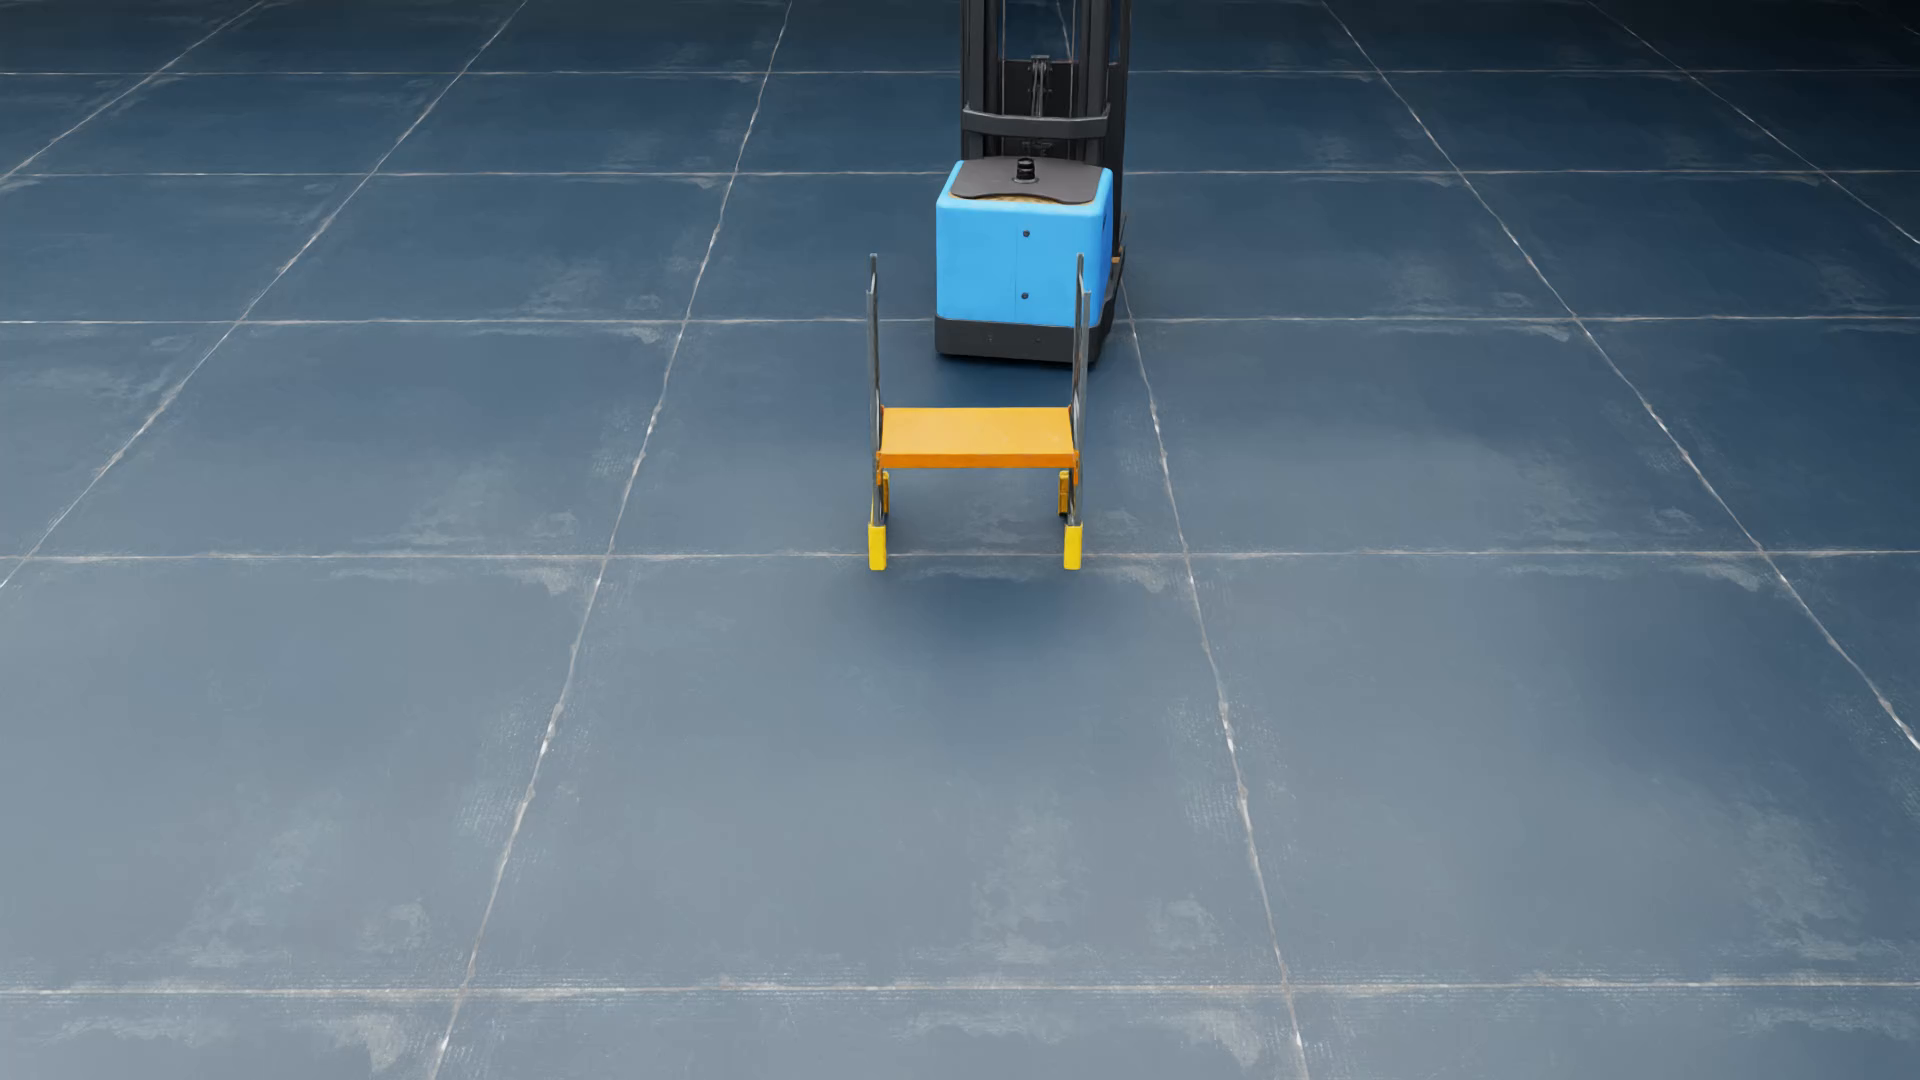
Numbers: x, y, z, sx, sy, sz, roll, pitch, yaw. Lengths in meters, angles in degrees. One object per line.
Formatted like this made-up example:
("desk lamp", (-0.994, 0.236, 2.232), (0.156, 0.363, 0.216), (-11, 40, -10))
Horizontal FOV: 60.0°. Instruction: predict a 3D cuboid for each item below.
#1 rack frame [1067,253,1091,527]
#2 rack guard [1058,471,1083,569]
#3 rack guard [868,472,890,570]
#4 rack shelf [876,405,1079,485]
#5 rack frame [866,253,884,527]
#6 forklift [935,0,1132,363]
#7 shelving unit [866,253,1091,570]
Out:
("rack frame", (0.594, -0.643, 8.364), (0.032, 1.500, 0.500), (0, 31, 0))
("rack guard", (0.574, -0.109, 8.688), (0.087, 0.250, 0.587), (0, 31, 0))
("rack guard", (-0.422, -0.106, 8.683), (0.087, 0.250, 0.587), (0, 31, 0))
("rack shelf", (0.085, -0.488, 8.455), (1.000, 0.185, 0.538), (0, 31, 0))
("rack frame", (-0.423, -0.640, 8.359), (0.032, 1.500, 0.500), (0, 31, 0))
("forklift", (0.587, -3.112, 11.053), (1.130, 2.935, 3.031), (5, 32, 8))
("shelving unit", (0.076, -0.641, 8.361), (1.083, 1.500, 0.587), (0, 31, 0))
